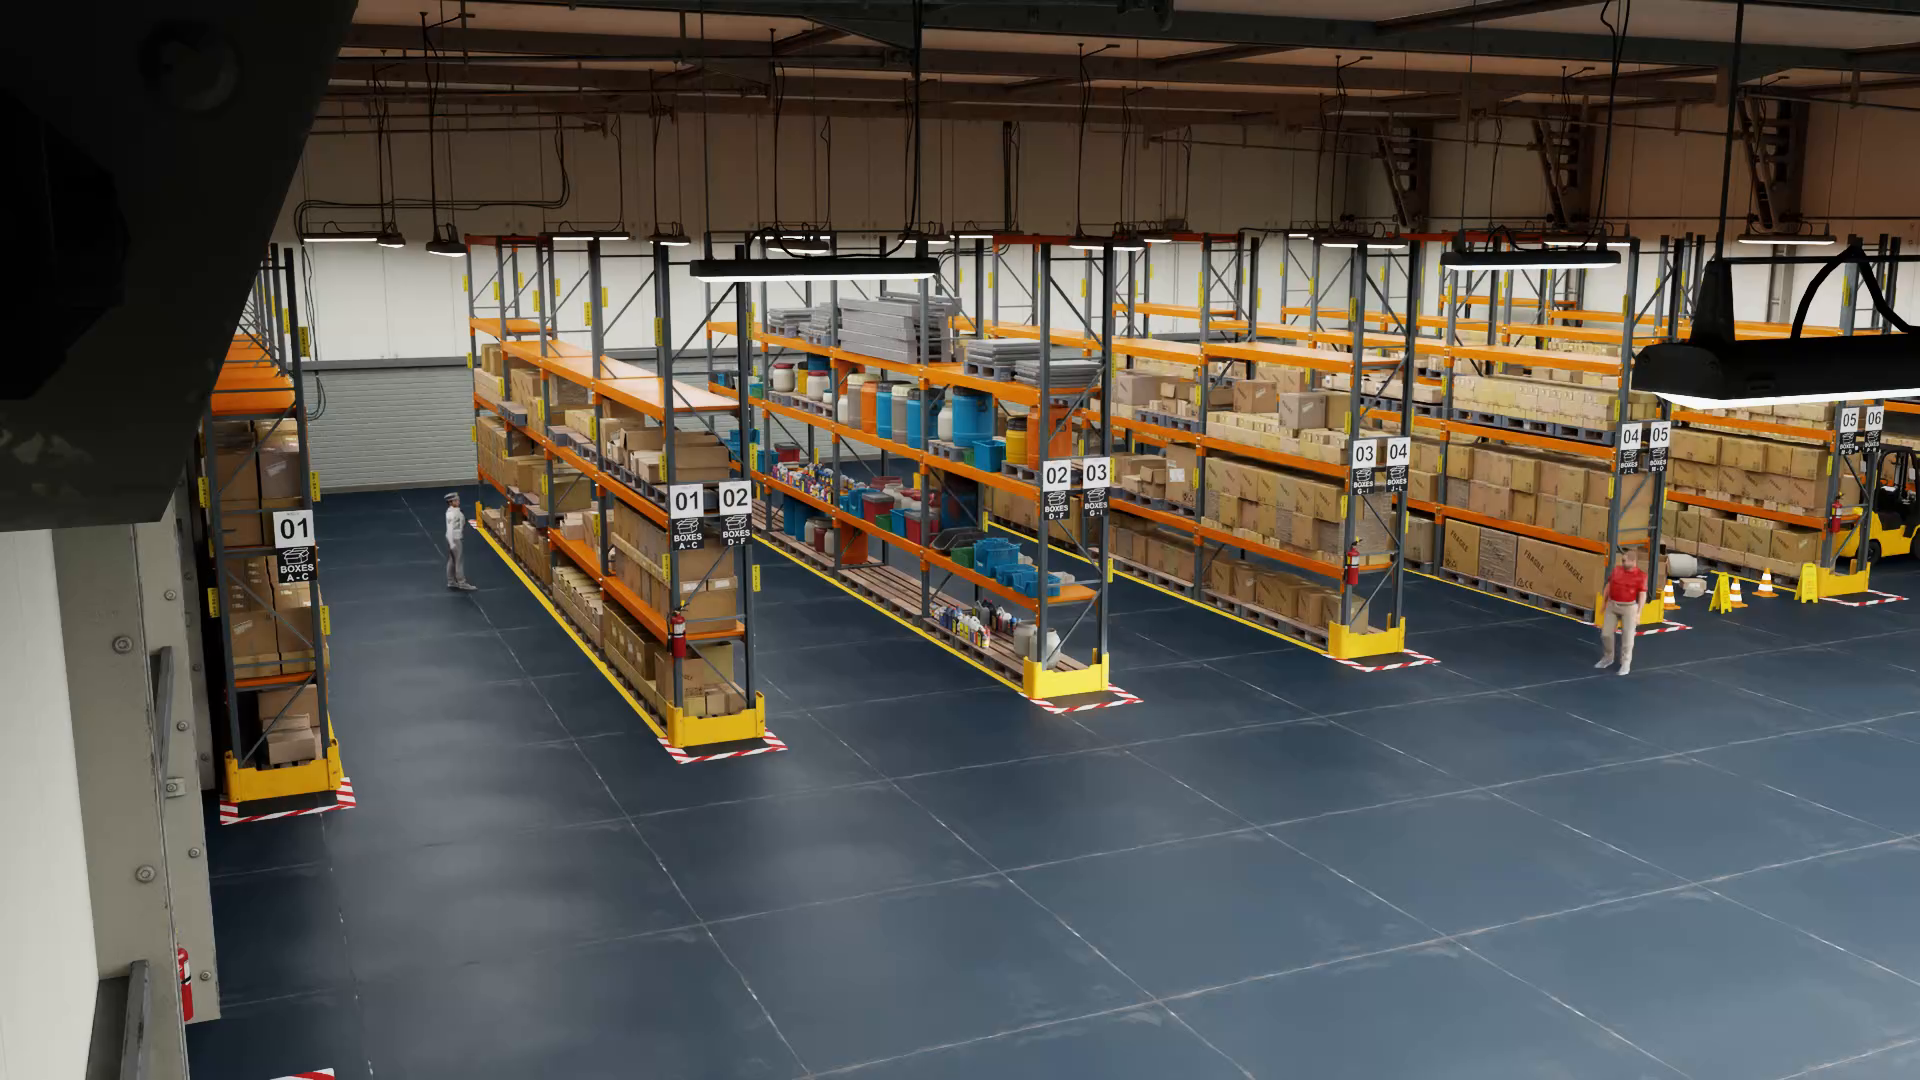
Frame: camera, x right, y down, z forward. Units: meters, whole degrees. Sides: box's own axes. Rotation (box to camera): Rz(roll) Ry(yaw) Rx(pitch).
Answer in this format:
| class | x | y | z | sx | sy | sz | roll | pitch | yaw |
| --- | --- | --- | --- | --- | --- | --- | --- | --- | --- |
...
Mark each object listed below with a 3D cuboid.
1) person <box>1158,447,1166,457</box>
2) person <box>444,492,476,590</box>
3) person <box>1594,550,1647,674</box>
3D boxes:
| class | x | y | z | sx | sy | sz | roll | pitch | yaw |
| --- | --- | --- | --- | --- | --- | --- | --- | --- | --- |
| person | 5.251 | -2.522 | 41.780 | 1.005 | 1.624 | 0.519 | 0 | 11 | 1 |
| person | -8.645 | 0.008 | 28.689 | 0.491 | 1.700 | 0.494 | -3 | 11 | -14 |
| person | 9.309 | 1.030 | 23.442 | 0.640 | 1.790 | 0.455 | 8 | 14 | 36 |
